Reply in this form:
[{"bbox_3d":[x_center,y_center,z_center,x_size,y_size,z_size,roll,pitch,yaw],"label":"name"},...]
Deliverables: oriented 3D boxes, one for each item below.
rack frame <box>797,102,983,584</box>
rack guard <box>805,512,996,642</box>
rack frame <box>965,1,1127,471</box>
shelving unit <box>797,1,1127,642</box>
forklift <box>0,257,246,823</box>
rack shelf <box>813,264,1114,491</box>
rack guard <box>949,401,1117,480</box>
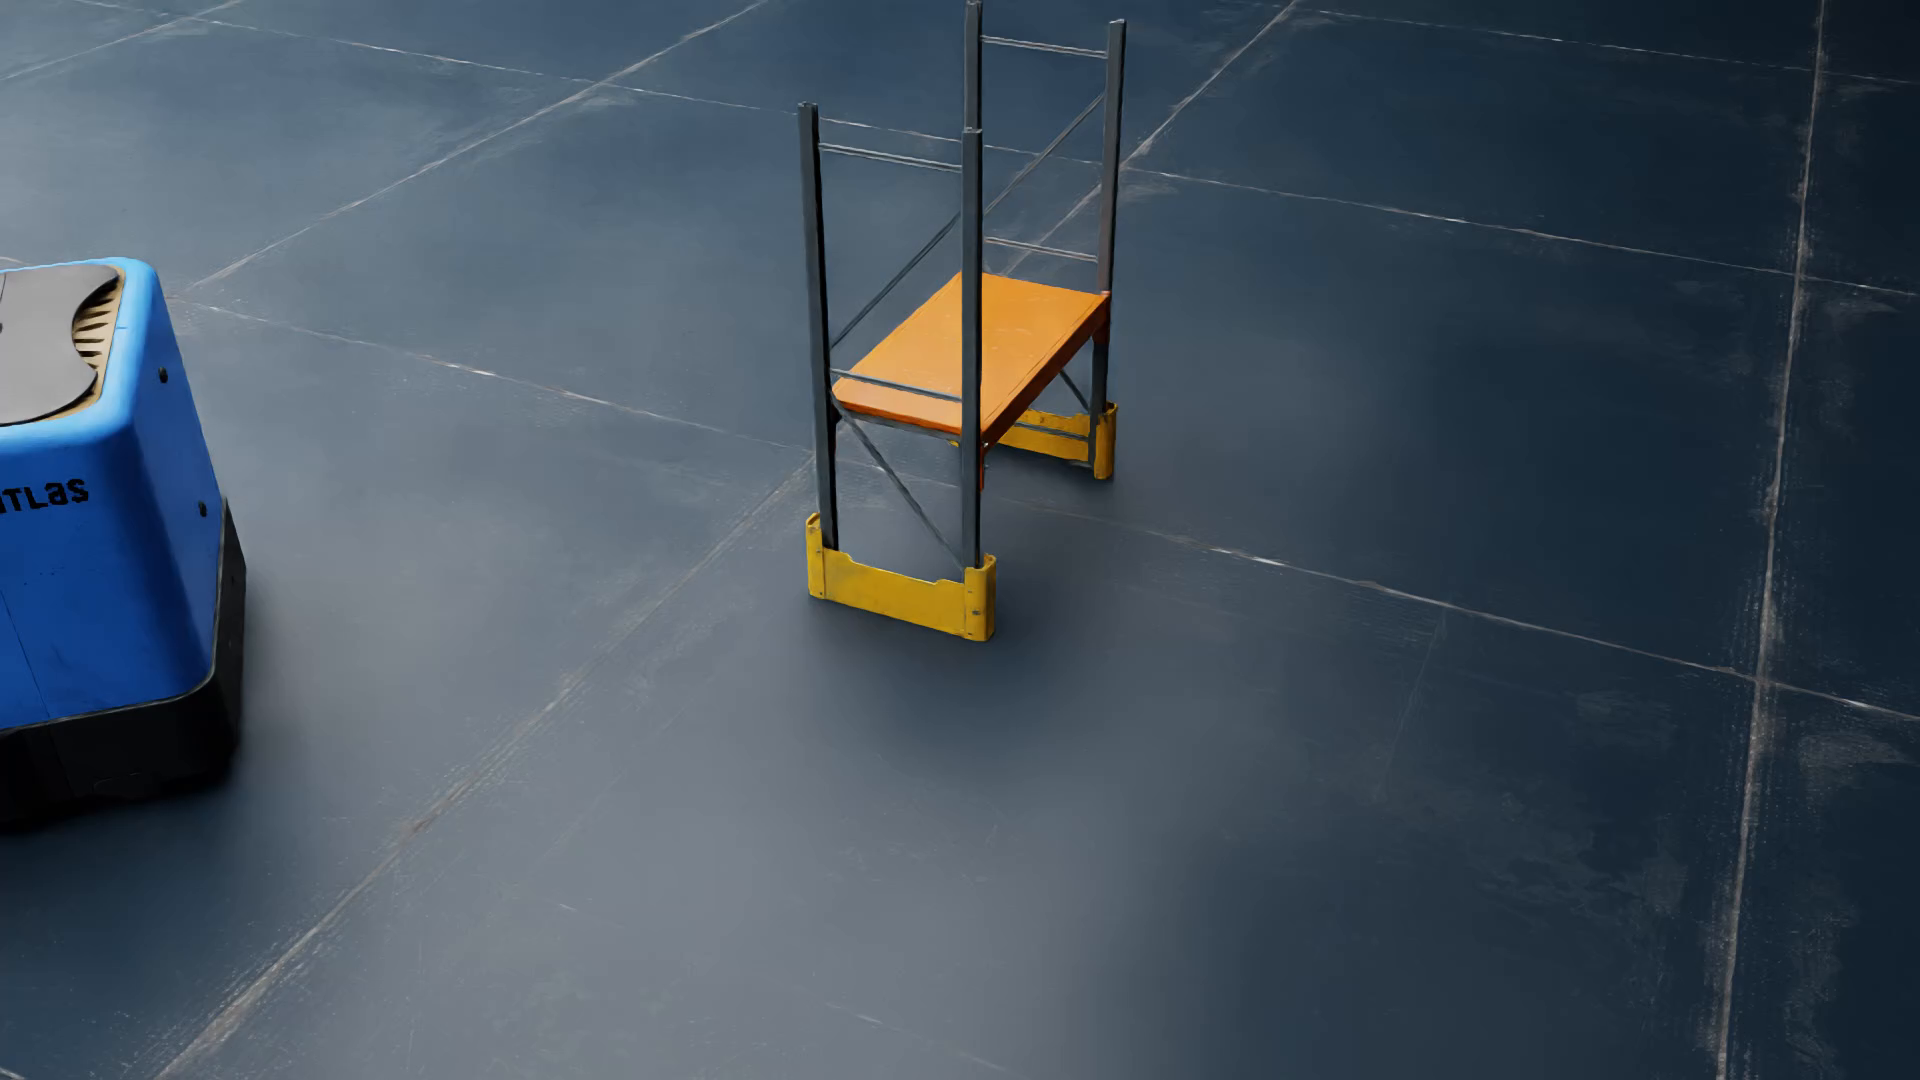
[{"bbox_3d":[-0.177,-0.417,4.517,0.500,1.500,0.032,14,36,20],"label":"rack frame"},{"bbox_3d":[-0.176,0.106,4.861,0.587,0.250,0.087,14,36,20],"label":"rack guard"},{"bbox_3d":[0.248,-0.923,5.290,0.500,1.500,0.032,14,36,20],"label":"rack frame"},{"bbox_3d":[0.032,-0.665,4.897,0.587,1.500,1.083,14,36,20],"label":"shelving unit"},{"bbox_3d":[-3.446,-0.598,3.490,3.031,2.935,1.130,-10,35,-15],"label":"forklift"},{"bbox_3d":[0.036,-0.519,5.002,0.538,0.185,1.000,14,36,20],"label":"rack shelf"},{"bbox_3d":[0.240,-0.391,5.618,0.587,0.250,0.087,14,36,20],"label":"rack guard"}]
